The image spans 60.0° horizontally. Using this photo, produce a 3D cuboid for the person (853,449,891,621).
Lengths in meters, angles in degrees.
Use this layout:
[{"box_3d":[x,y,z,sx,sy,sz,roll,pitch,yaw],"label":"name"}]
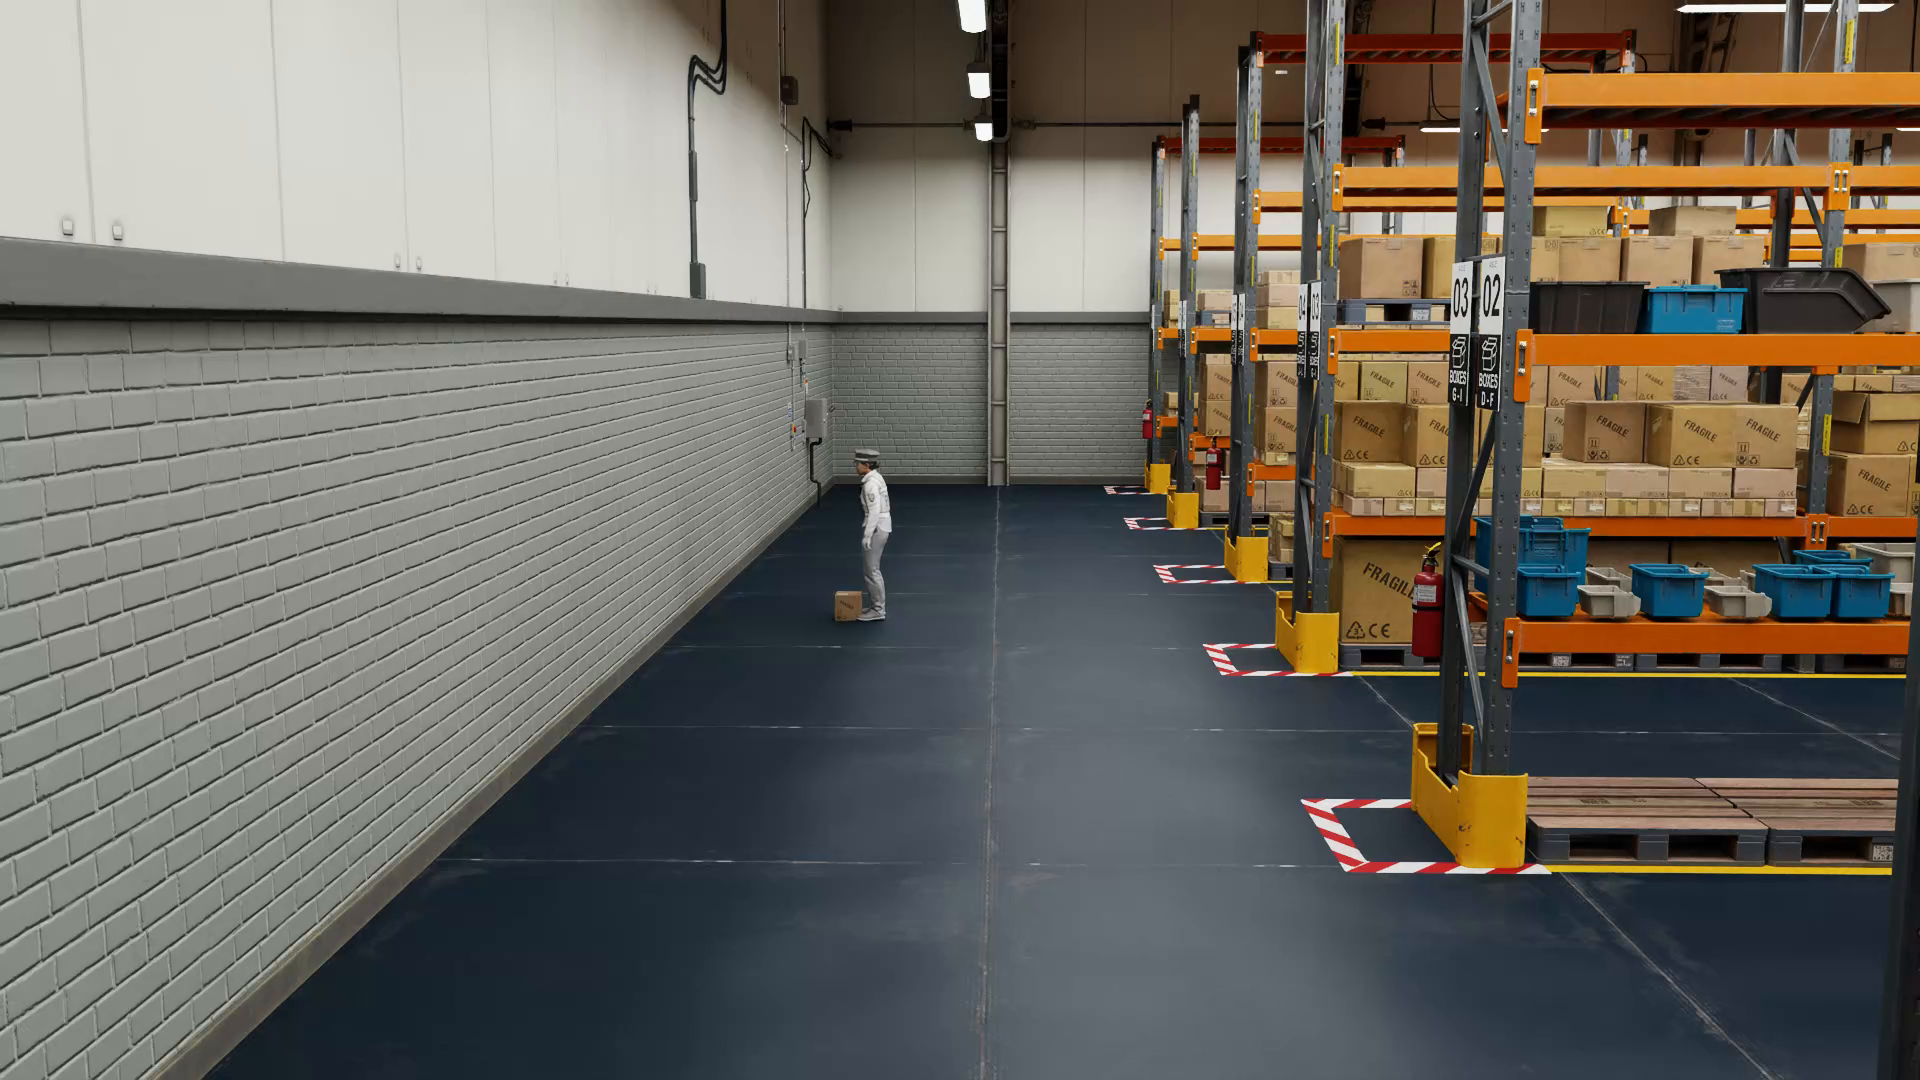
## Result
[{"box_3d":[-0.851,-0.056,16.196,0.372,1.663,0.529,0,7,2],"label":"person"}]
